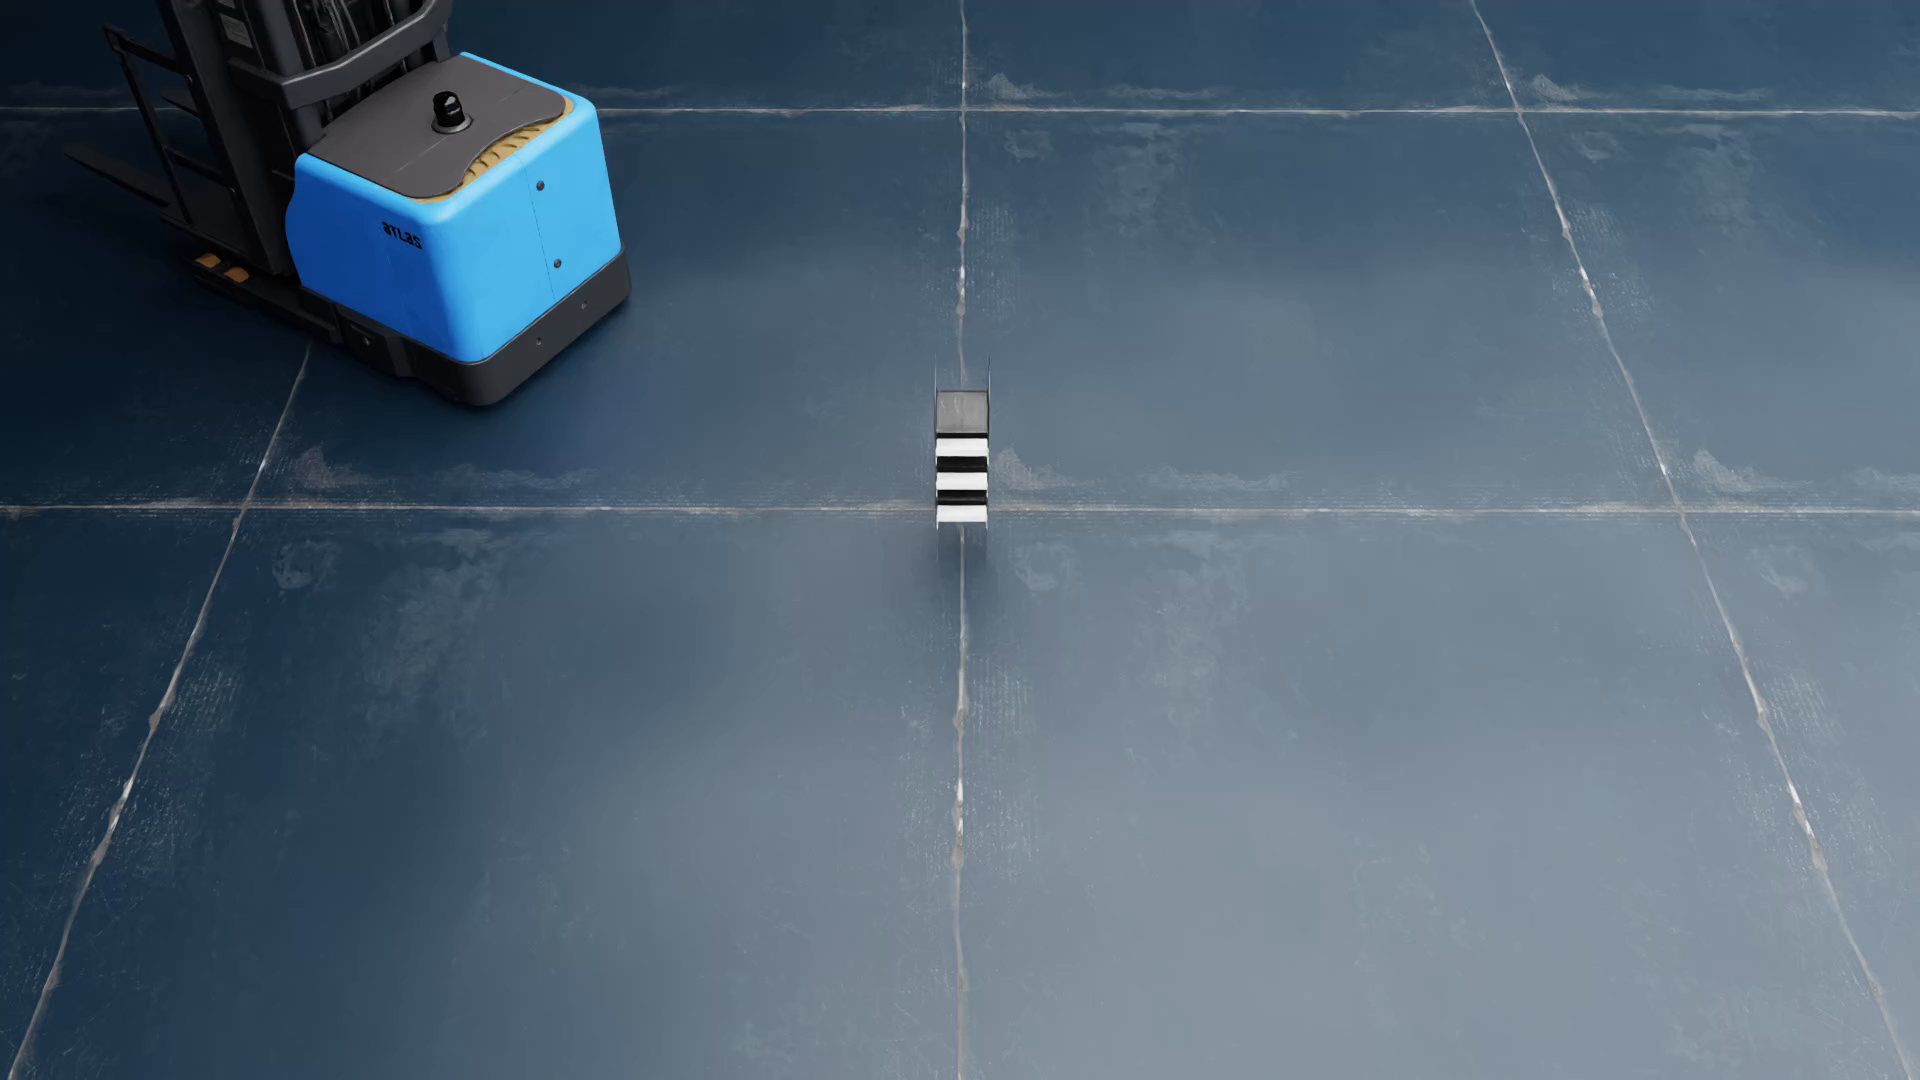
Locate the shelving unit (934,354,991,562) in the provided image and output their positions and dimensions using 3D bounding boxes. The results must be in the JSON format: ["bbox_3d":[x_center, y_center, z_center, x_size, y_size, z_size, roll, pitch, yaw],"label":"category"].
[{"bbox_3d":[0.009,-0.307,6.501,0.208,0.900,0.258,0,47,0],"label":"shelving unit"}]

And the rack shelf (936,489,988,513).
[{"bbox_3d":[0.008,-0.223,6.592,0.200,0.077,0.258,0,47,0],"label":"rack shelf"}]

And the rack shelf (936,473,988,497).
[{"bbox_3d":[0.008,-0.284,6.526,0.200,0.077,0.258,0,47,0],"label":"rack shelf"}]

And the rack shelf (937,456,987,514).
[{"bbox_3d":[0.008,-0.272,6.538,0.190,0.281,0.221,0,47,0],"label":"rack shelf"}]

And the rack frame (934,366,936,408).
[{"bbox_3d":[-0.094,-0.306,6.501,0.003,0.785,0.228,0,47,0],"label":"rack frame"}]

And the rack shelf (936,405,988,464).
[{"bbox_3d":[0.008,-0.406,6.394,0.200,0.077,0.258,0,47,0],"label":"rack shelf"}]

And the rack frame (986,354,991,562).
[{"bbox_3d":[0.110,-0.306,6.501,0.006,0.900,0.240,0,47,0],"label":"rack frame"}]
